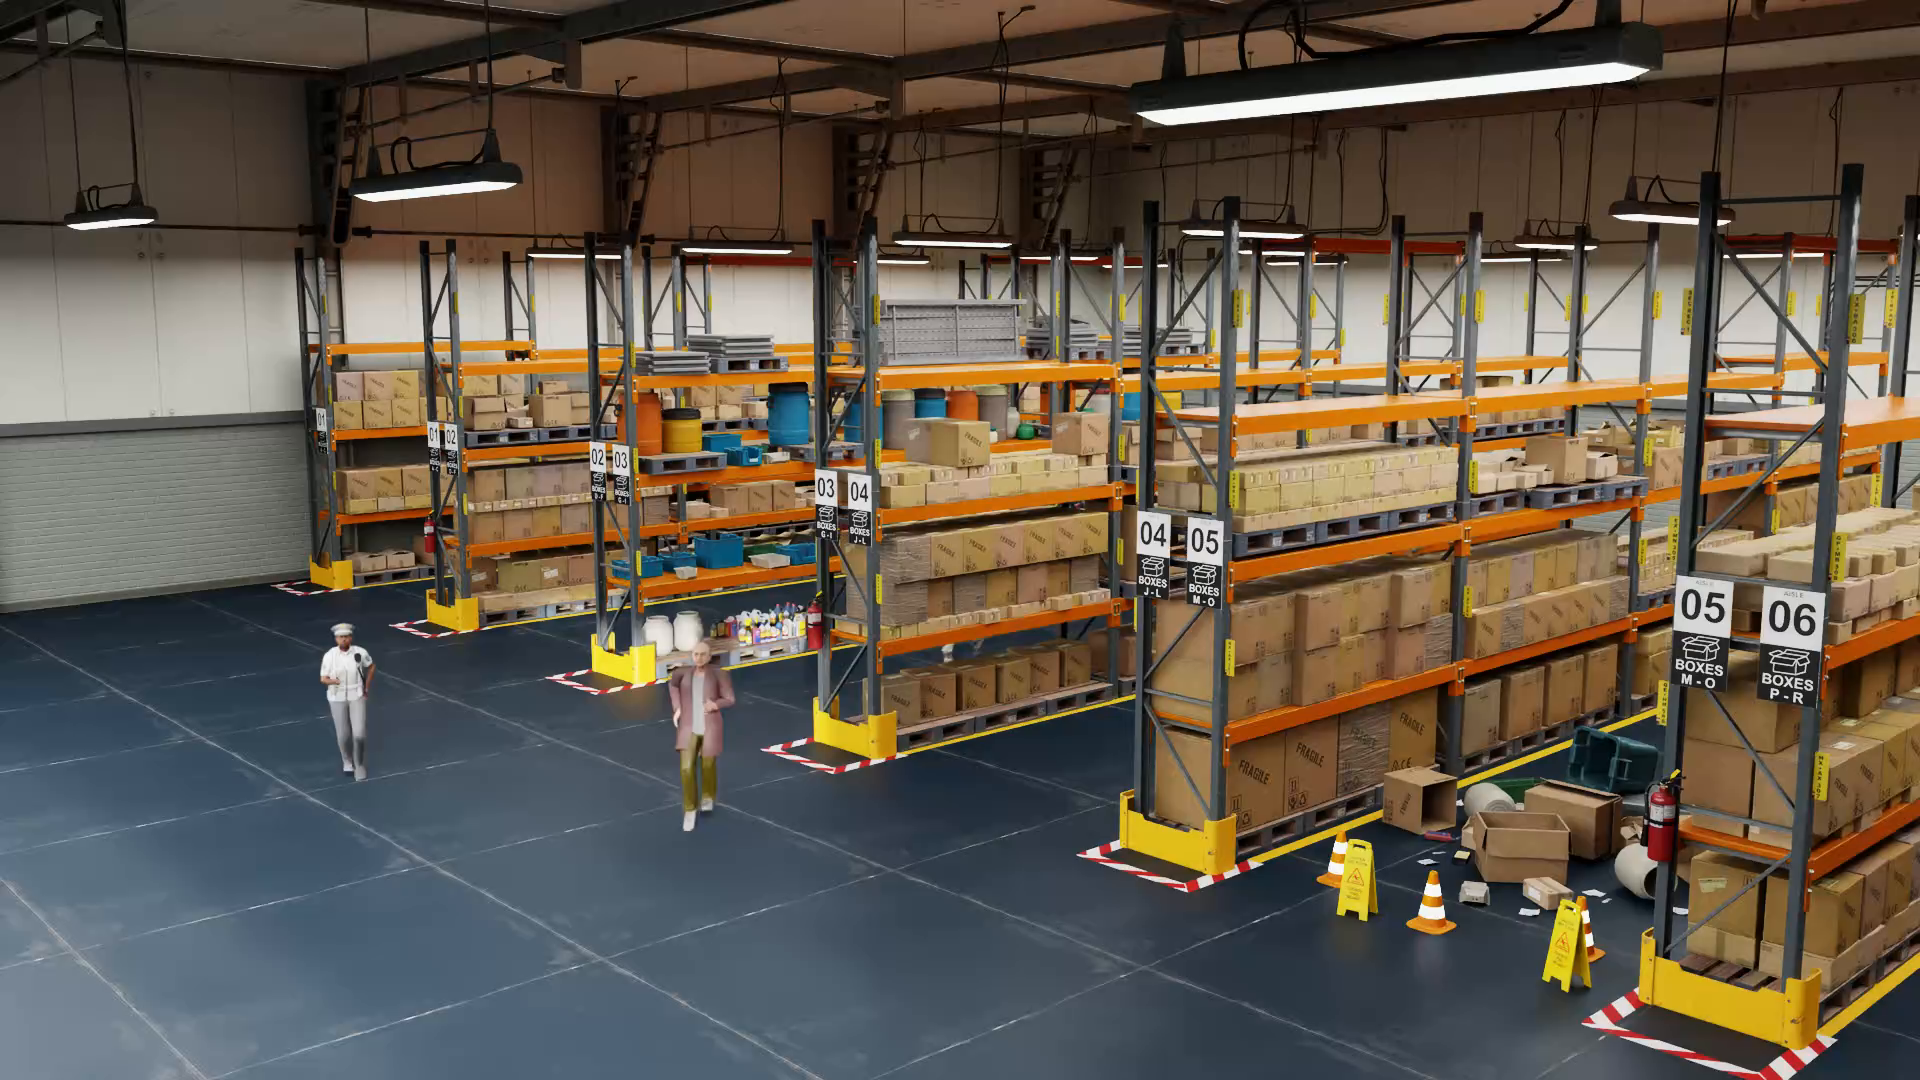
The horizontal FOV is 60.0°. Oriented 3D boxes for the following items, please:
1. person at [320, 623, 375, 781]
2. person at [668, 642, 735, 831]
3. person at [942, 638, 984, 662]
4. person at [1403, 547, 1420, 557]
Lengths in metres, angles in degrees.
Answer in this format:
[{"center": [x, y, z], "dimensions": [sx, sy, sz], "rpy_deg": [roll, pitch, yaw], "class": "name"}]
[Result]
[{"center": [-6.547, 1.740, 17.818], "dimensions": [0.555, 1.731, 0.665], "rpy_deg": [-3, 9, -18], "class": "person"}, {"center": [-2.545, 1.911, 16.375], "dimensions": [0.683, 1.847, 0.852], "rpy_deg": [0, 8, -3], "class": "person"}, {"center": [-0.019, 0.913, 23.147], "dimensions": [0.669, 1.760, 0.868], "rpy_deg": [7, 11, 38], "class": "person"}, {"center": [6.404, 0.830, 23.981], "dimensions": [0.576, 1.653, 0.589], "rpy_deg": [-8, 12, -44], "class": "person"}]
